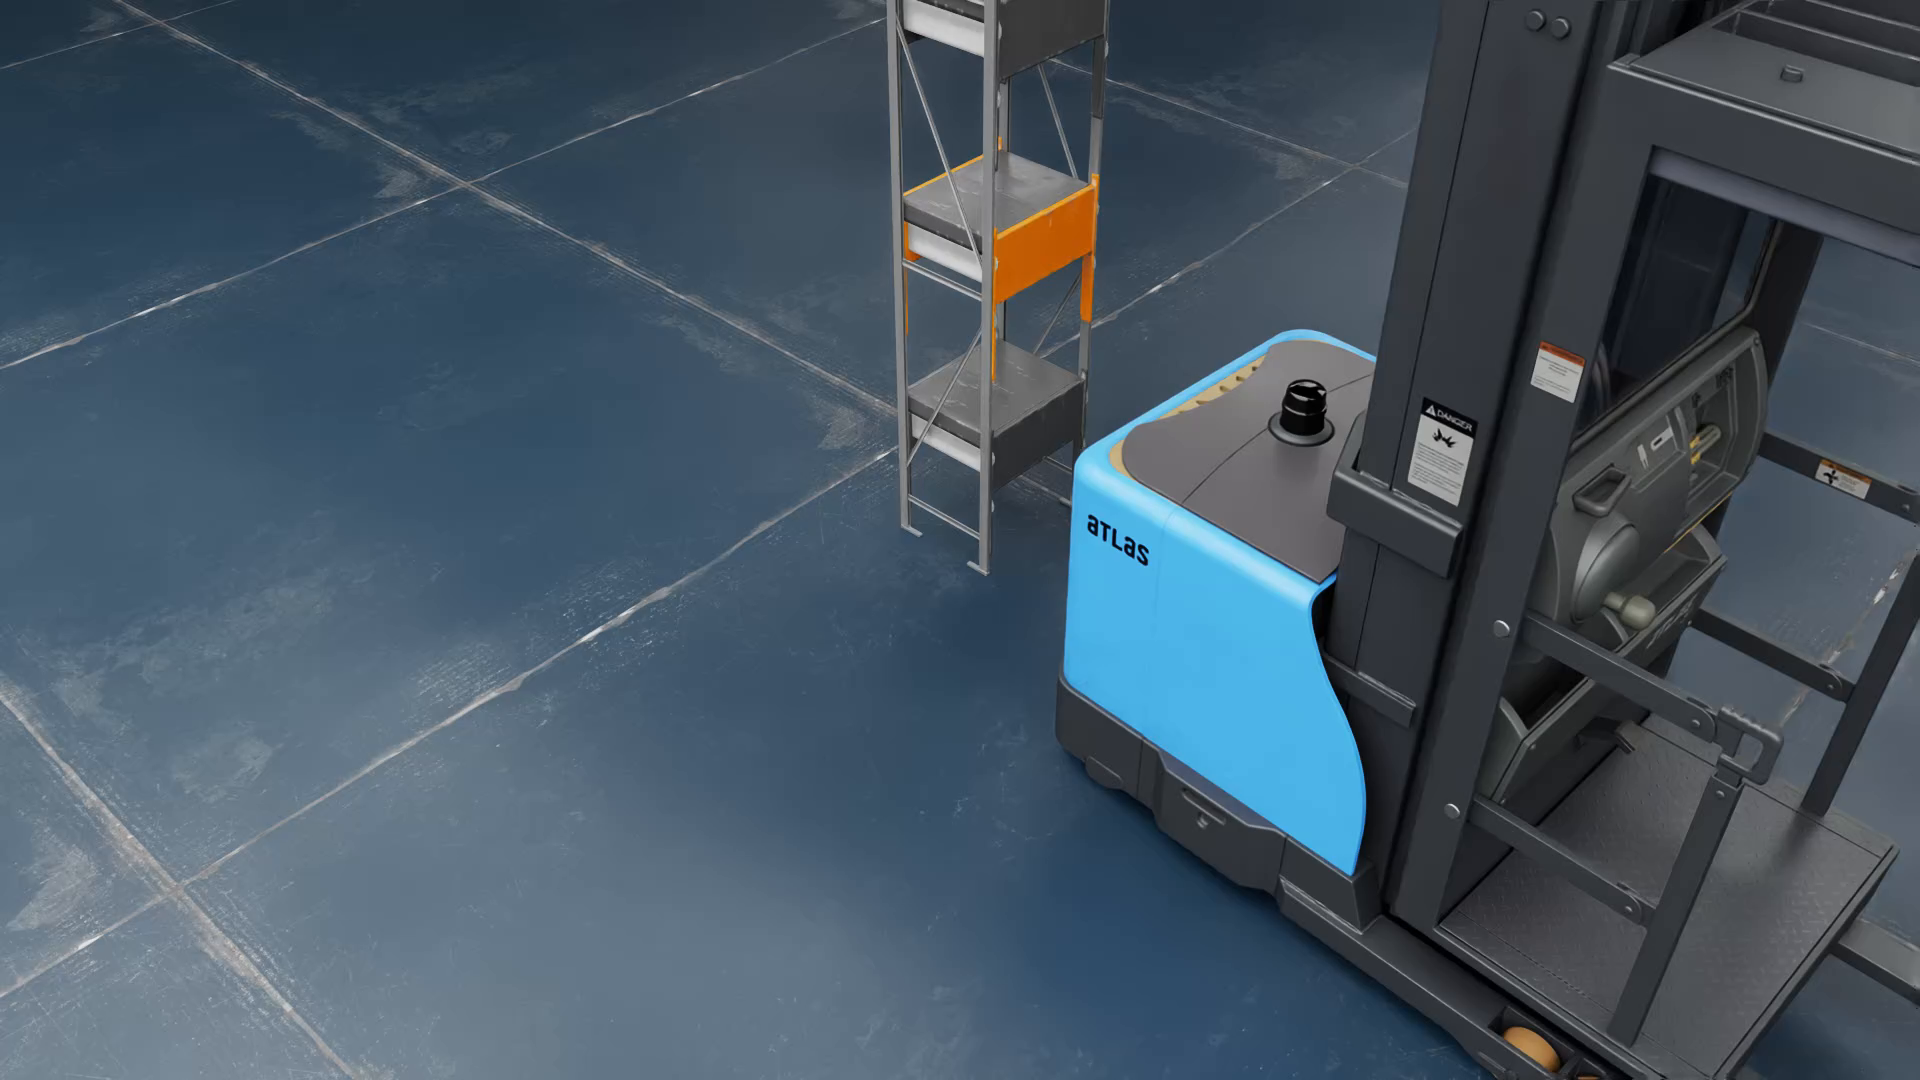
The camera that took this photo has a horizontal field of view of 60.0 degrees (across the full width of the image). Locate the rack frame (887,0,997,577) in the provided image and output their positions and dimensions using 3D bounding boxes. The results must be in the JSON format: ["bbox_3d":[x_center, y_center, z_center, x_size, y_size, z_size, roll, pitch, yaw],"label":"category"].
[{"bbox_3d":[-0.053,-0.786,5.051,0.400,2.100,0.015,30,47,32],"label":"rack frame"}]

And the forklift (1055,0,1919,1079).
[{"bbox_3d":[1.666,-0.074,3.489,1.130,2.935,3.031,-31,48,-33],"label":"forklift"}]

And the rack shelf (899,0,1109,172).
[{"bbox_3d":[0.112,-1.435,4.765,0.431,0.518,0.480,30,47,32],"label":"rack shelf"}]

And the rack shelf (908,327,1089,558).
[{"bbox_3d":[0.112,-0.339,5.636,0.431,0.518,0.480,30,47,32],"label":"rack shelf"}]

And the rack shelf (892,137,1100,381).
[{"bbox_3d":[0.112,-0.887,5.201,0.431,0.518,0.480,30,47,32],"label":"rack shelf"}]

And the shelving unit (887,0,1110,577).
[{"bbox_3d":[0.112,-0.898,5.192,0.431,2.100,0.503,30,47,32],"label":"shelving unit"}]

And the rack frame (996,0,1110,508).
[{"bbox_3d":[0.276,-1.010,5.333,0.400,2.100,0.015,30,47,32],"label":"rack frame"}]
